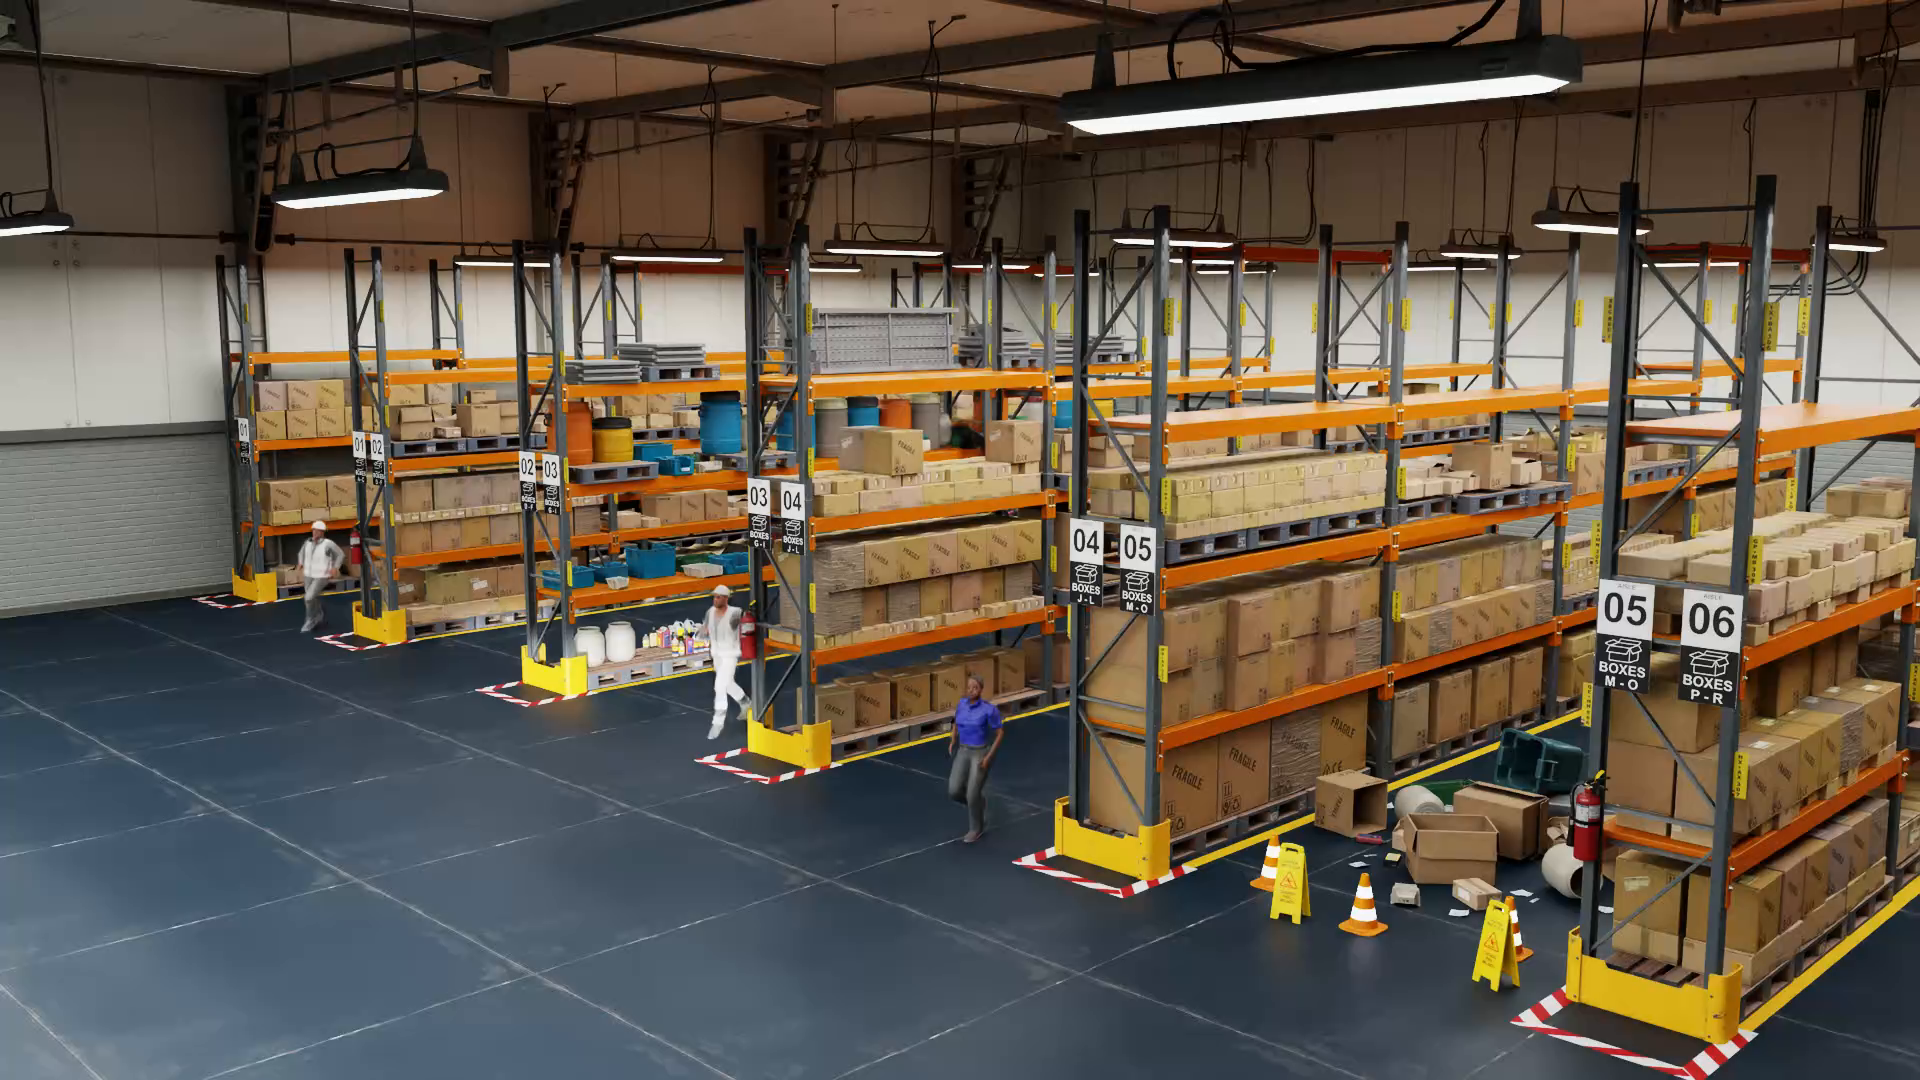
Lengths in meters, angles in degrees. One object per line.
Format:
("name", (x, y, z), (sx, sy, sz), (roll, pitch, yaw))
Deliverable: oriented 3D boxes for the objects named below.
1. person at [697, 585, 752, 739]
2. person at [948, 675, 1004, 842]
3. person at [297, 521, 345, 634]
("person", (-2.837, 1.431, 20.219), (0.682, 1.812, 0.937), (6, 10, 35))
("person", (0.128, 2.108, 16.125), (0.601, 1.623, 0.508), (6, 10, 37))
("person", (-10.188, 0.580, 26.395), (0.730, 1.793, 0.696), (3, 8, 17))
